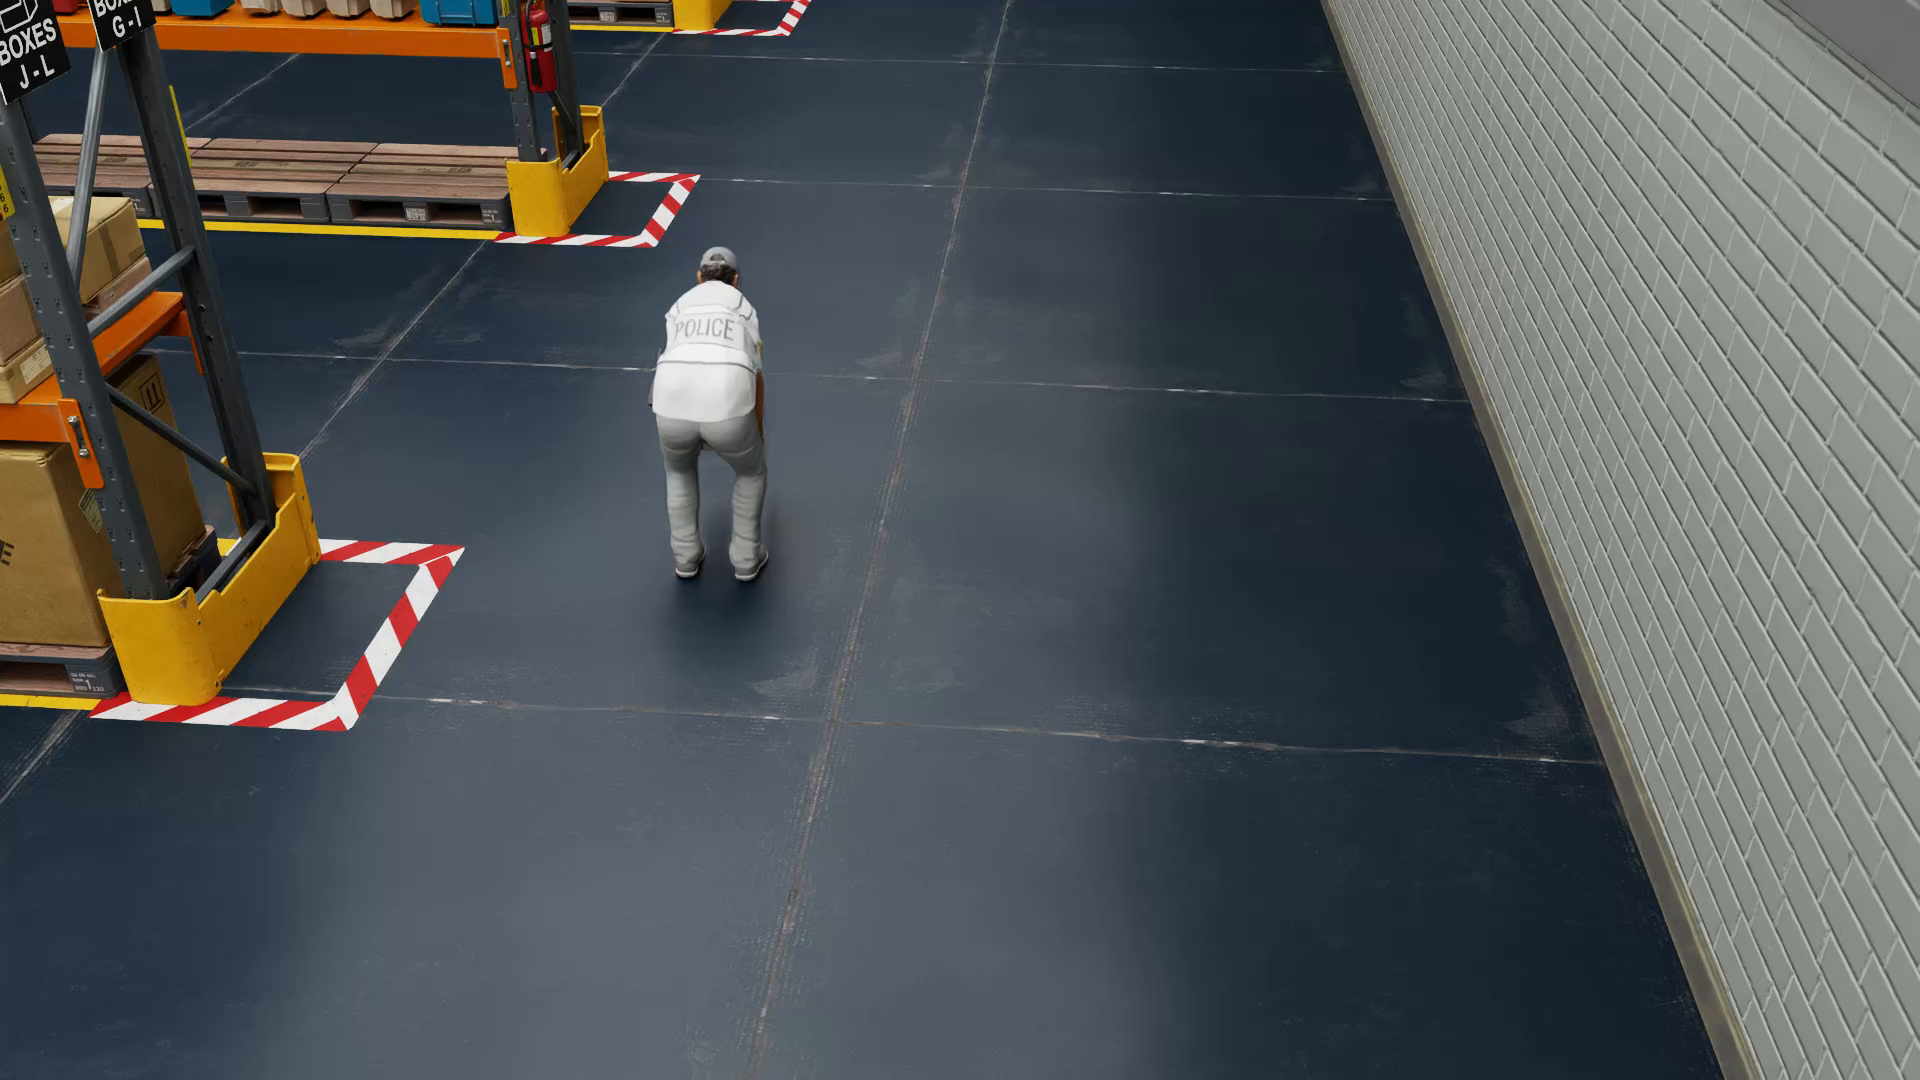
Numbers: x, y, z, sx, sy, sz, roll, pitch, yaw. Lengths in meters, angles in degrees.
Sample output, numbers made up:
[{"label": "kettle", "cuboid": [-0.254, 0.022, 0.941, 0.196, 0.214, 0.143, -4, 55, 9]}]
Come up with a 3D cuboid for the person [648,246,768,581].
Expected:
[{"label": "person", "cuboid": [-1.068, -0.541, 7.324, 0.458, 1.323, 0.875, 2, 32, 3]}]
